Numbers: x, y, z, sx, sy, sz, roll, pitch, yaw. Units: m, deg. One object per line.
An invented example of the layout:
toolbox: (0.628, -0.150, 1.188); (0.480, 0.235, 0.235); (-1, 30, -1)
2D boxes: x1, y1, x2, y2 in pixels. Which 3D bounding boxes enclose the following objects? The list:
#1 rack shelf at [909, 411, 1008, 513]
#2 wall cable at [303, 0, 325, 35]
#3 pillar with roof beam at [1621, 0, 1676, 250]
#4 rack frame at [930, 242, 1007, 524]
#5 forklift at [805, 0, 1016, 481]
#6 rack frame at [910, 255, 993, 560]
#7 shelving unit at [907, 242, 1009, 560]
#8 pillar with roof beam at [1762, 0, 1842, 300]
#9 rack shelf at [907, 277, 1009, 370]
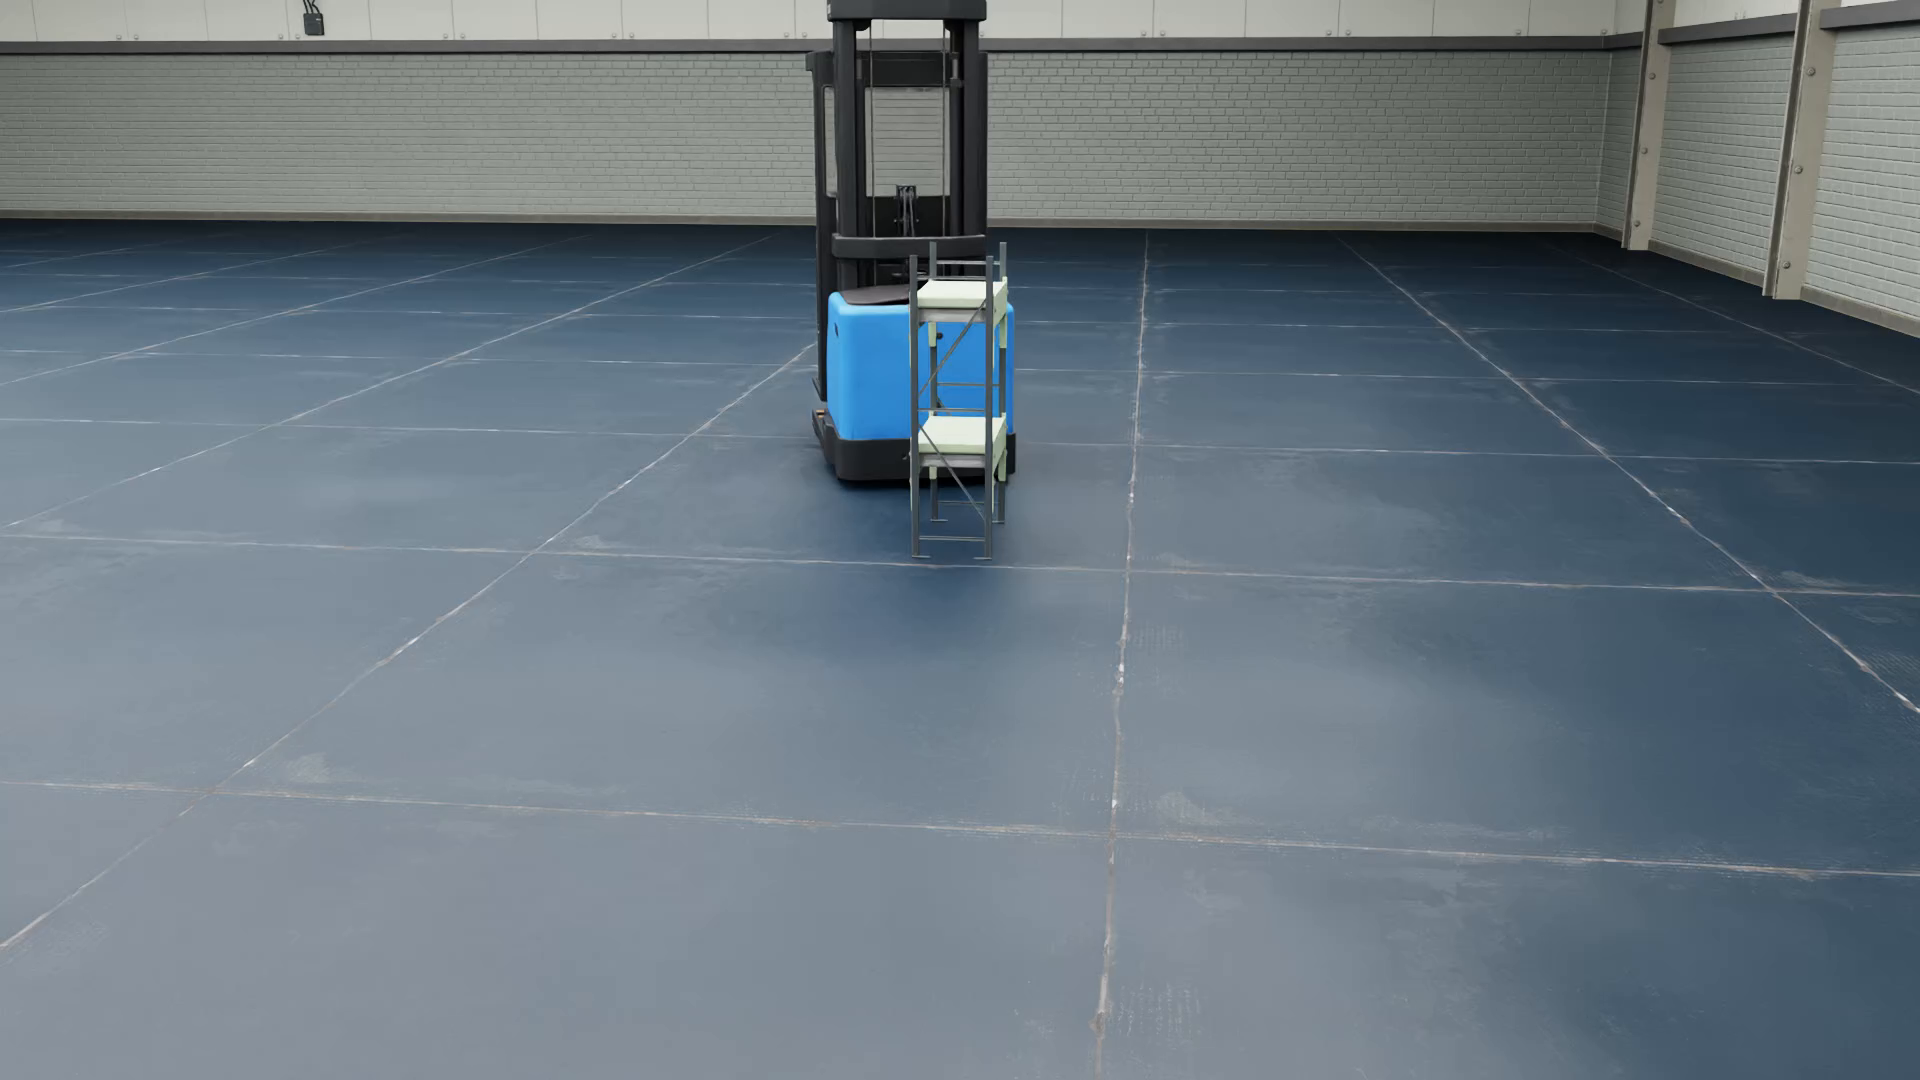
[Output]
rack shelf: (0.001, -0.411, 8.558); (0.431, 0.370, 0.720); (2, 15, 6)
wall cable: (-10.235, -11.660, 28.027); (2.305, 6.003, 0.169); (2, 15, 6)
pillar with roof beam: (5.709, -8.776, 23.876); (9.100, 9.000, 0.400); (2, 15, 6)
rack frame: (0.042, -0.821, 8.824); (0.400, 1.500, 0.023); (2, 15, 6)
forklift: (-0.408, -2.098, 10.804); (1.130, 2.935, 3.031); (-2, 15, -9)
rack frame: (-0.041, -0.631, 8.122); (0.400, 1.500, 0.023); (2, 15, 6)
shelving unit: (0.001, -0.726, 8.473); (0.431, 1.500, 0.755); (2, 15, 6)
pillar with roof beam: (5.032, -7.219, 18.121); (9.100, 9.000, 0.400); (2, 15, 6)
rack shelf: (0.001, -1.102, 8.371); (0.431, 0.370, 0.720); (2, 15, 6)
